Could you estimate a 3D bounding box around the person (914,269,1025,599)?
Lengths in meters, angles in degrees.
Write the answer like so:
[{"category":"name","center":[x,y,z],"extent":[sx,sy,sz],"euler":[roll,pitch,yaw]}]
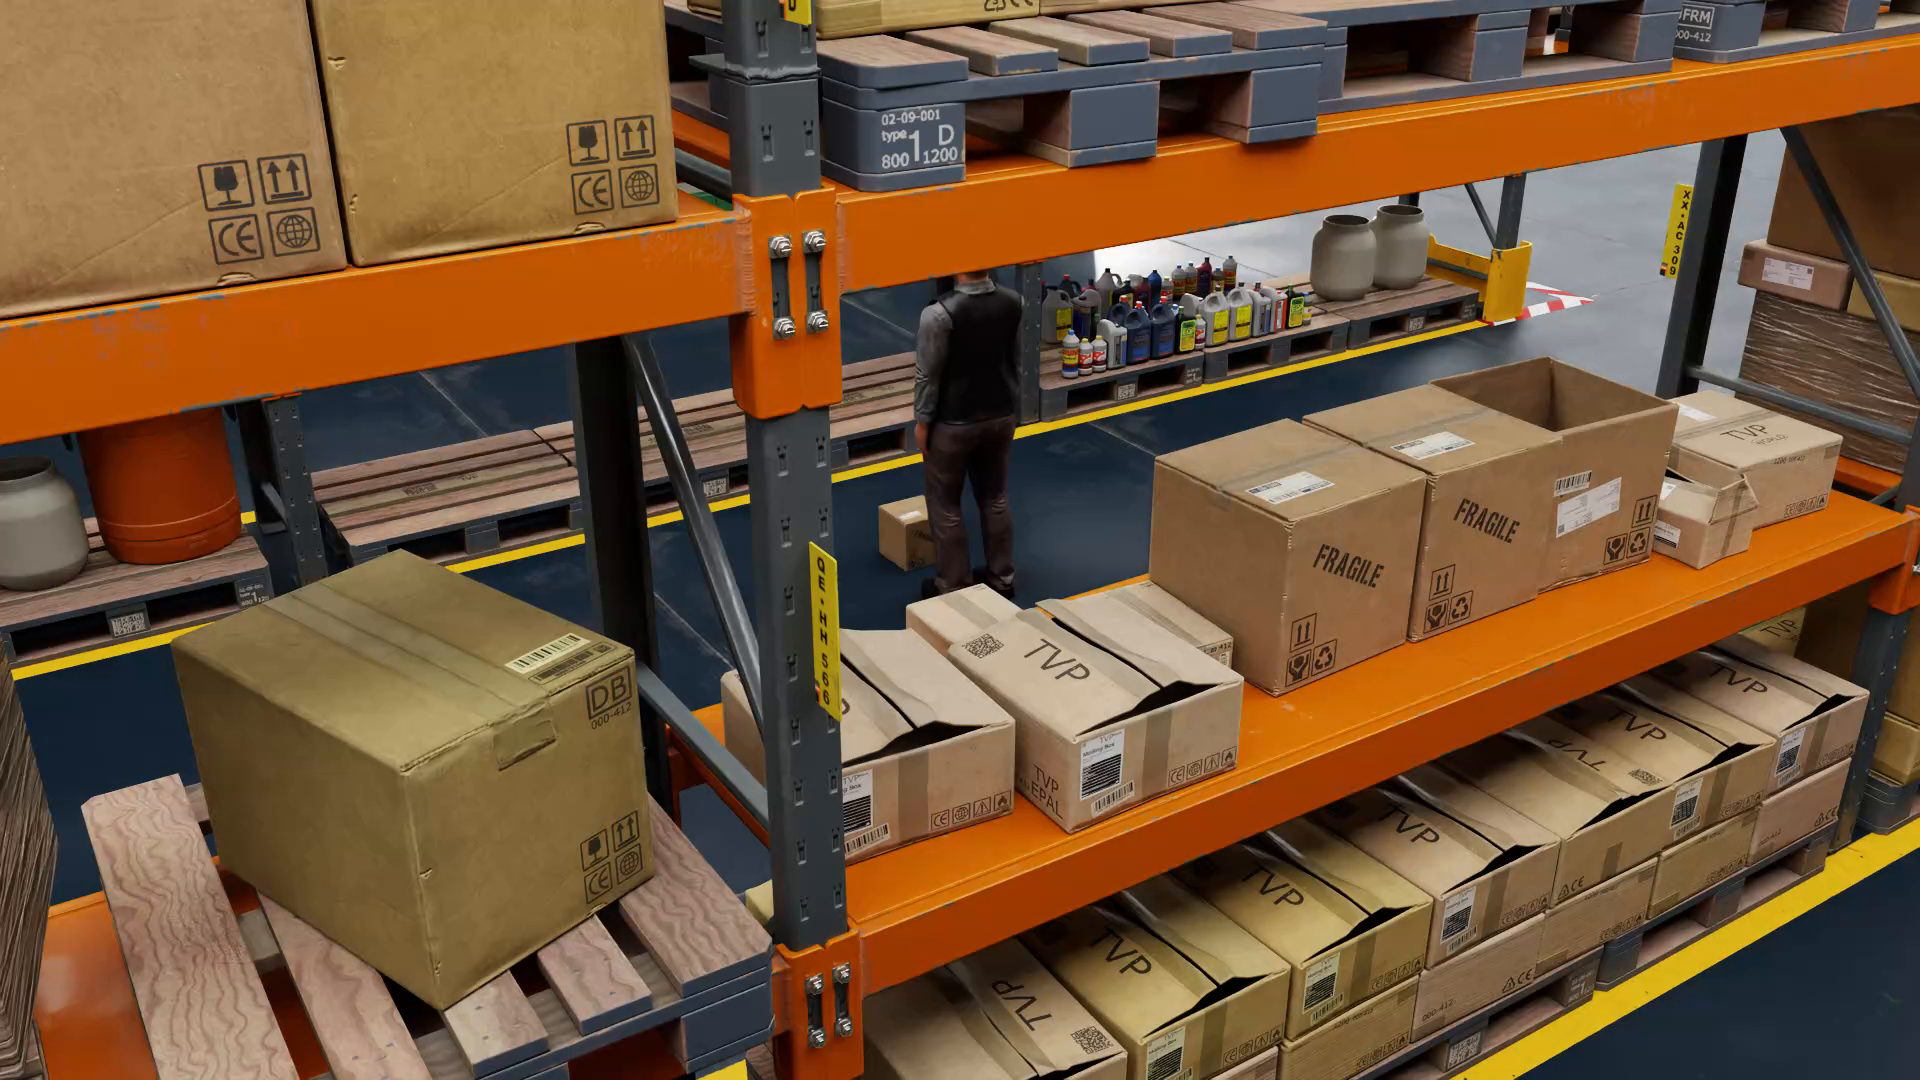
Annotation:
[{"category":"person","center":[0.025,-0.523,7.268],"extent":[0.531,1.716,0.358],"euler":[-15,29,-28]}]
